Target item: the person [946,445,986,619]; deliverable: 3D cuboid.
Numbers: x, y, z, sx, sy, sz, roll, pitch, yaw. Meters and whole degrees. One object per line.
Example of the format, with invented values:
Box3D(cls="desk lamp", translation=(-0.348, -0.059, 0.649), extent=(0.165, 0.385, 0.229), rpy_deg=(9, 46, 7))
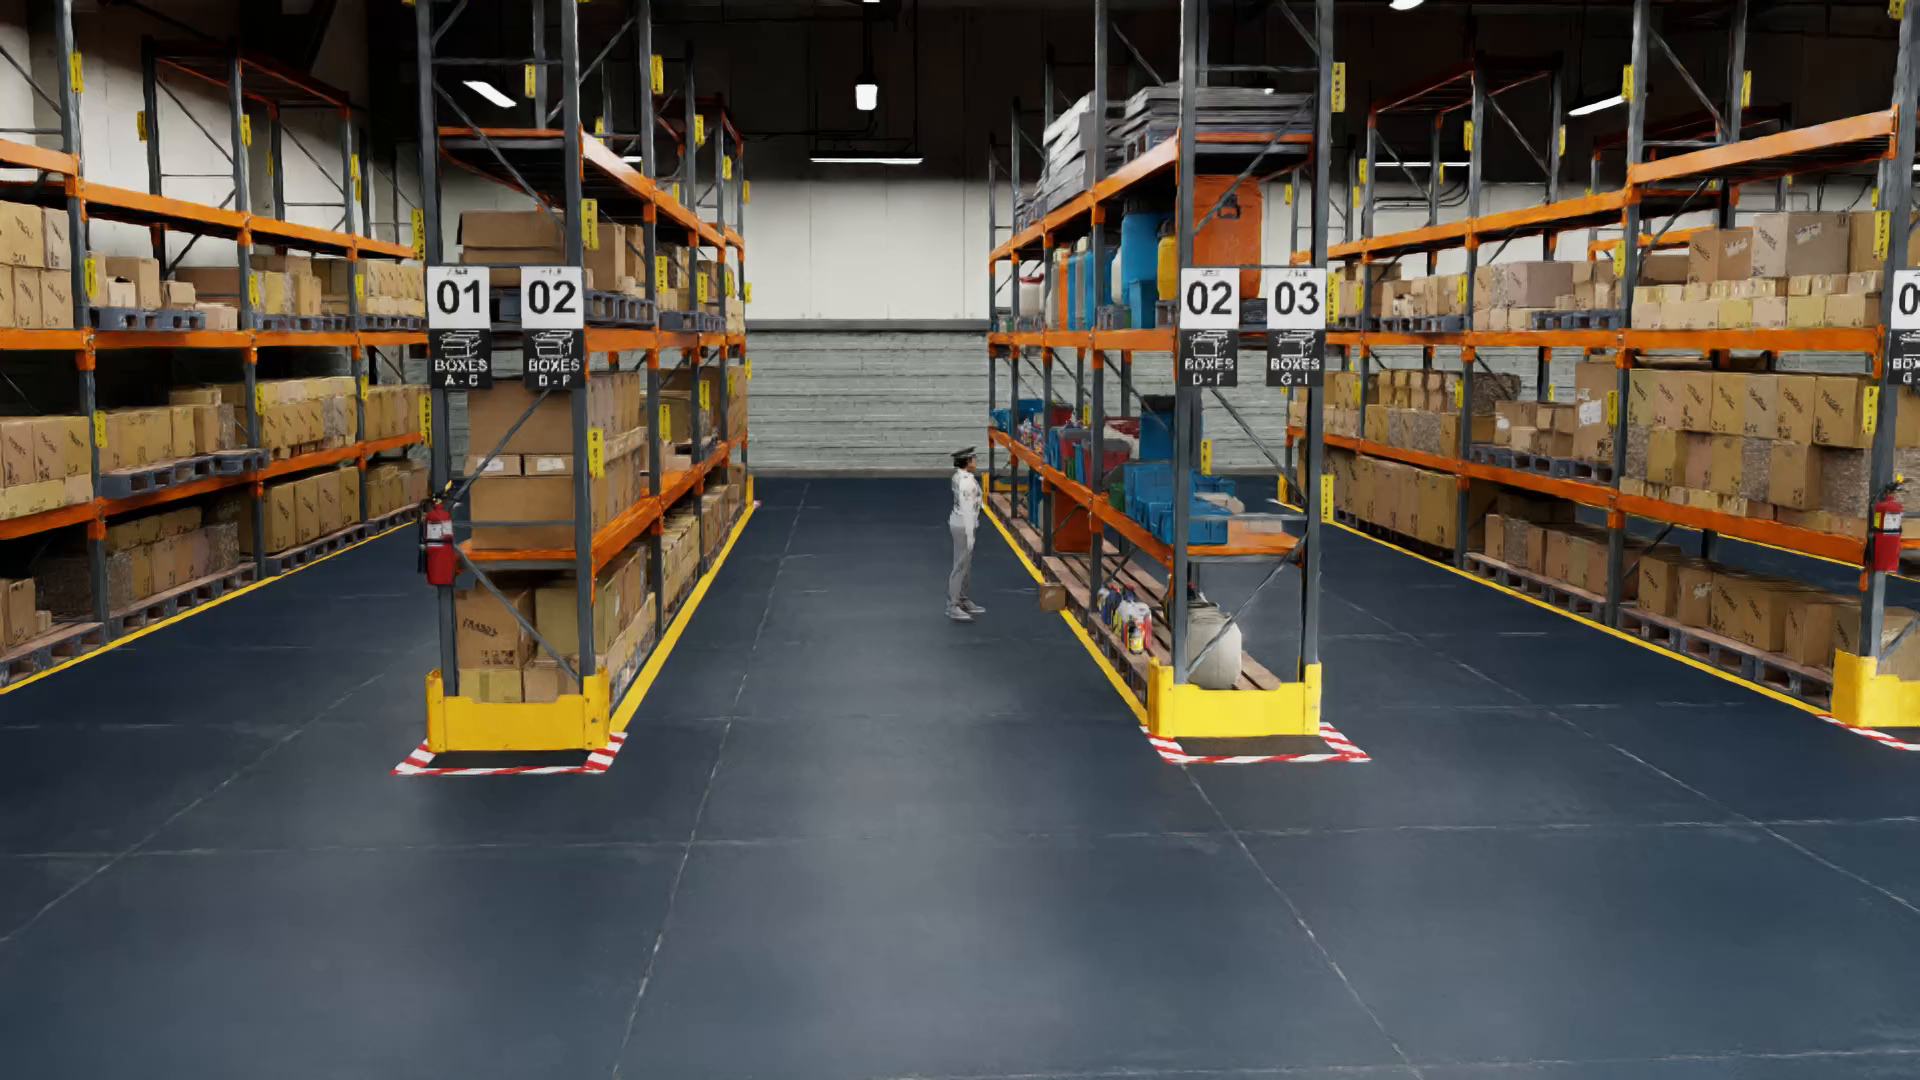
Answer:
Box3D(cls="person", translation=(0.057, -0.095, 16.321), extent=(0.423, 1.683, 0.603), rpy_deg=(-1, 7, -7))
